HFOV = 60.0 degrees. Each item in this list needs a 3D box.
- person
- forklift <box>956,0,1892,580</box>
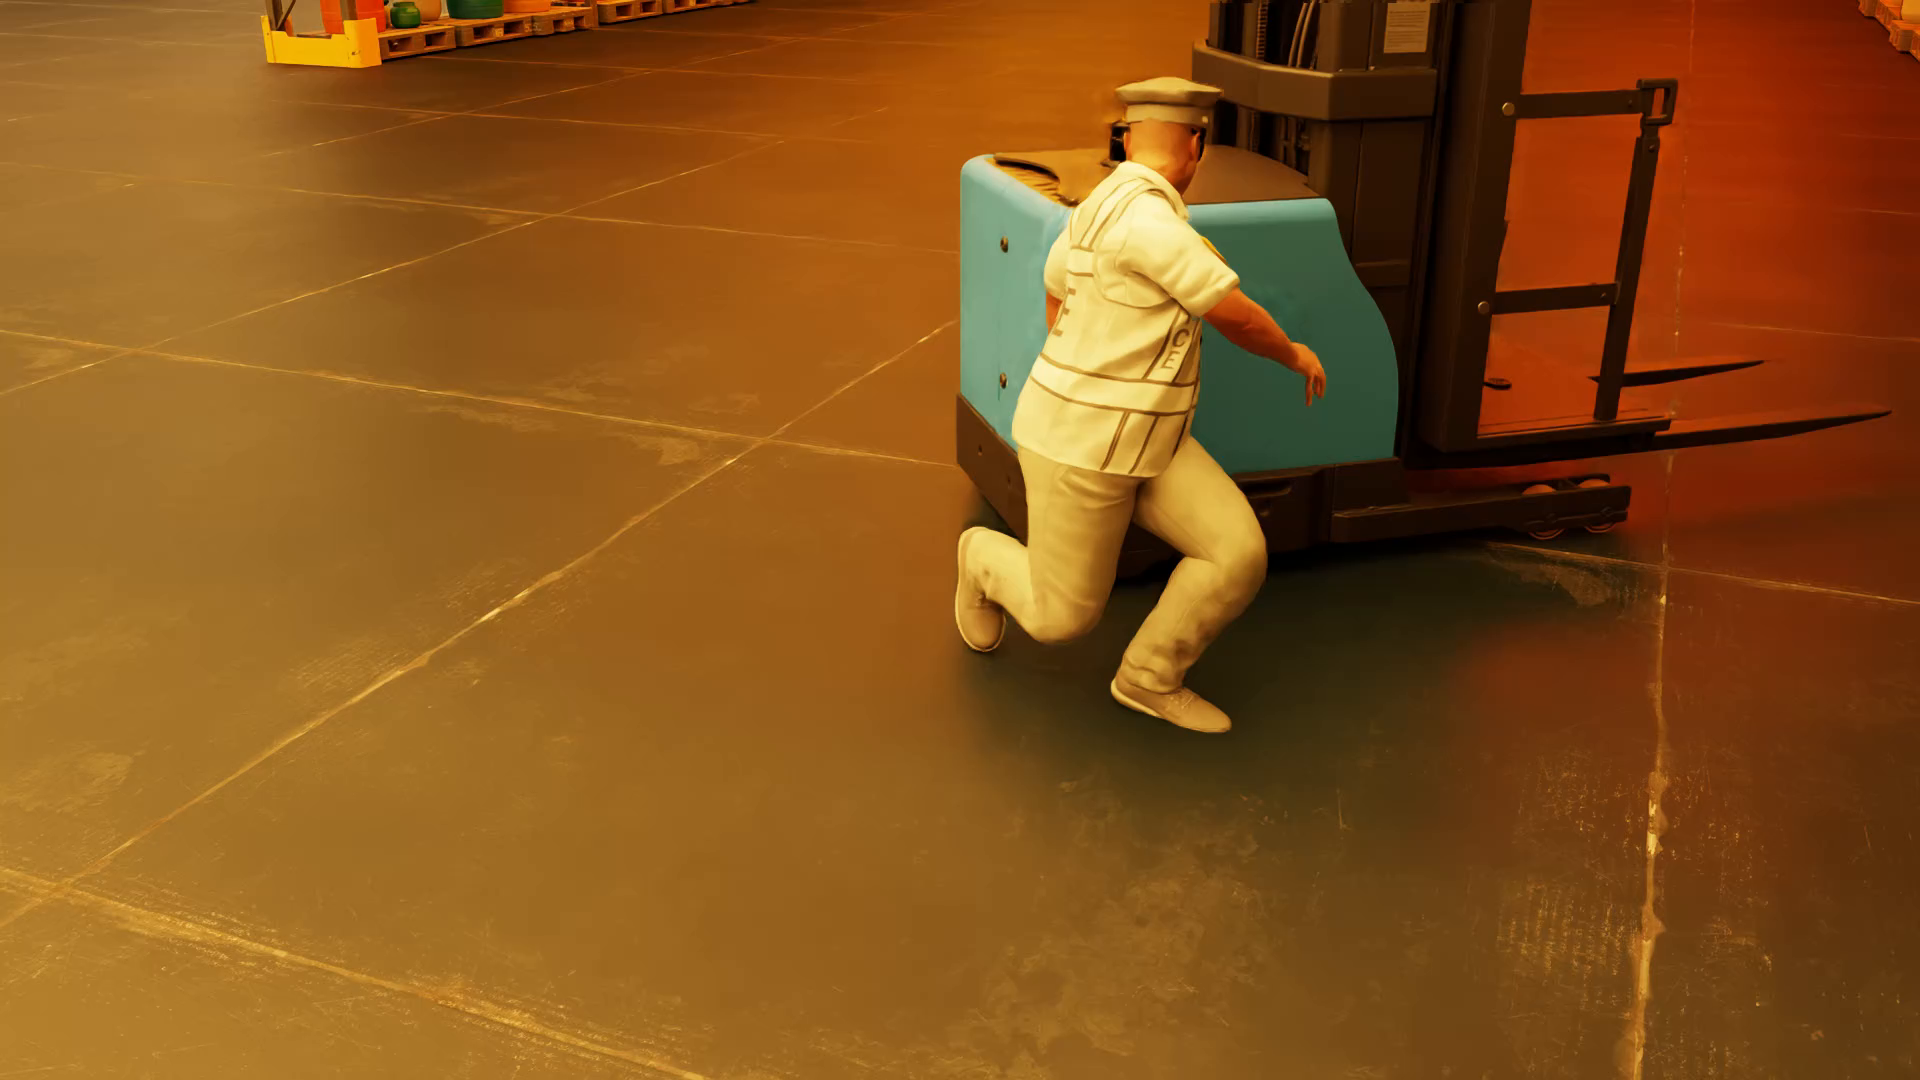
[{"bbox_3d":[0.374,-0.316,3.973,0.907,1.526,0.650,14,26,29],"label":"person"},{"bbox_3d":[1.564,-1.542,4.983,3.031,2.935,1.130,-6,23,-14],"label":"forklift"}]
